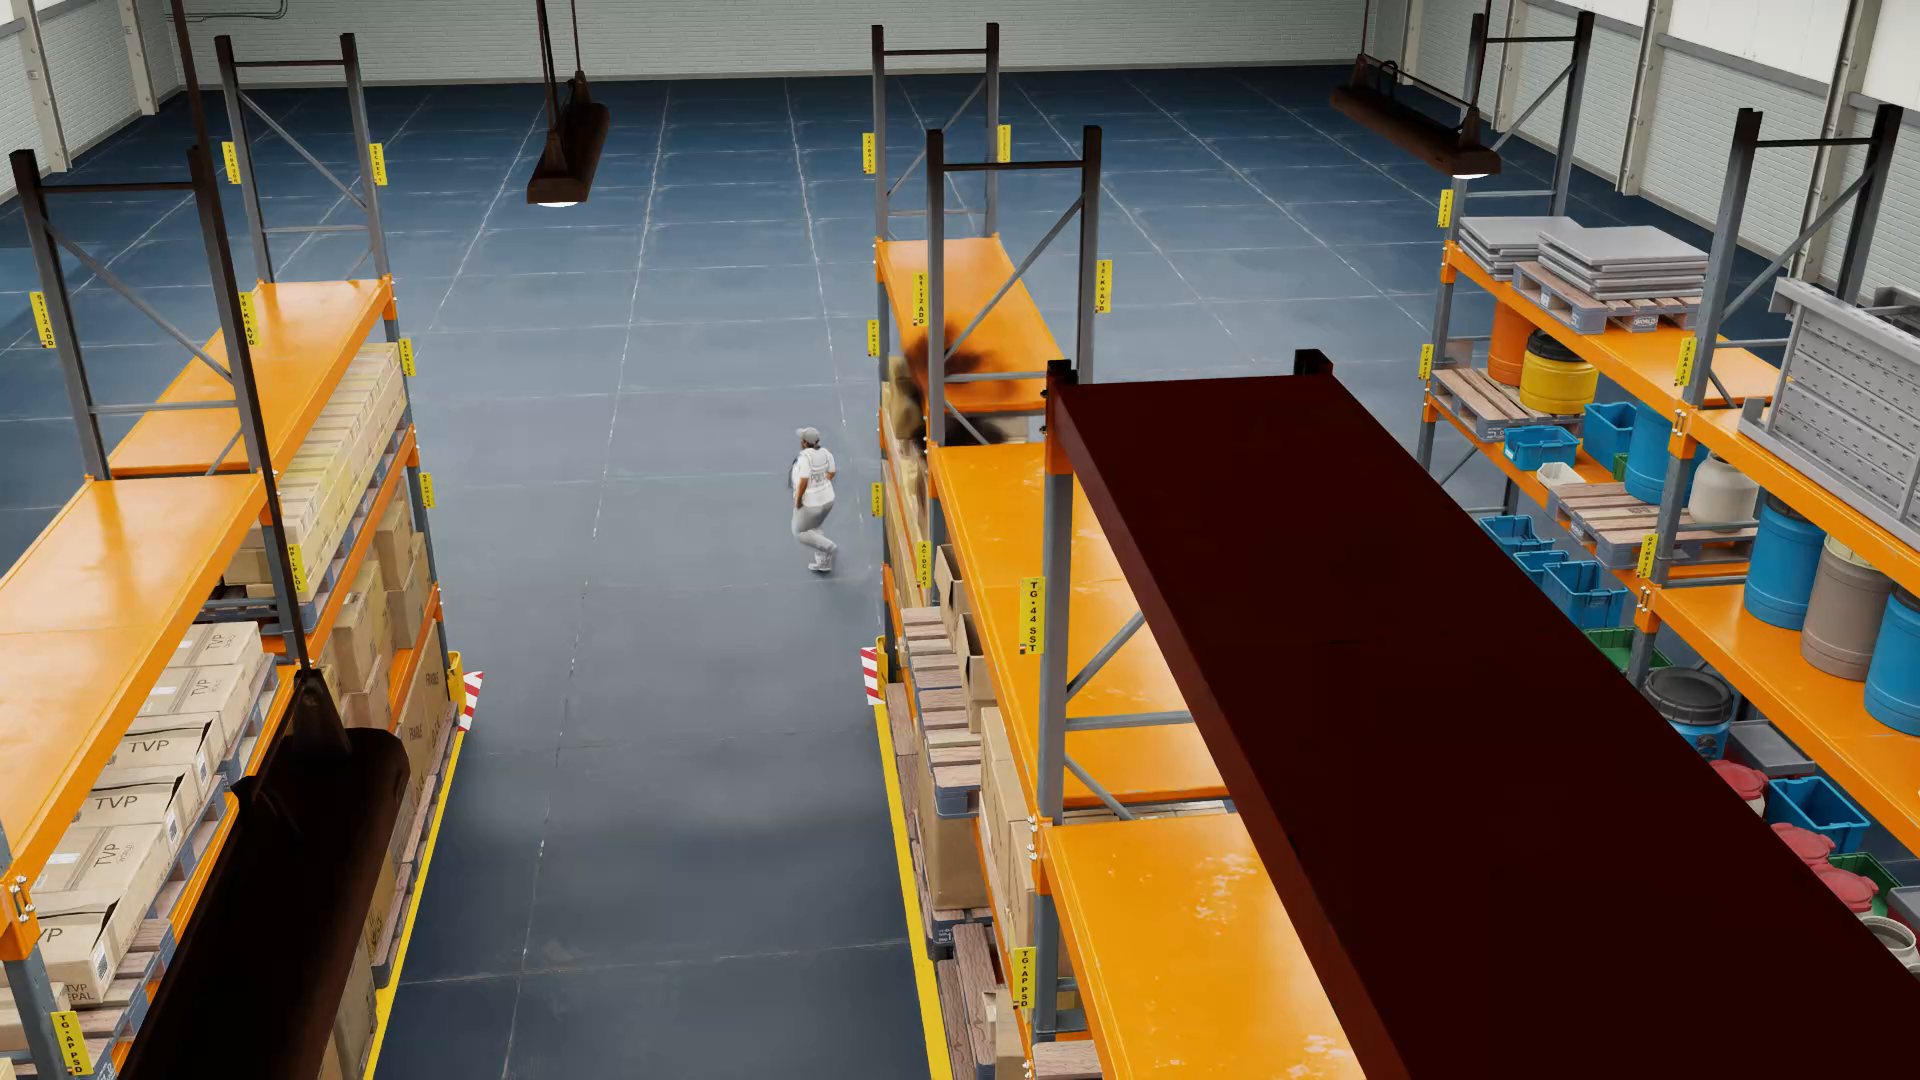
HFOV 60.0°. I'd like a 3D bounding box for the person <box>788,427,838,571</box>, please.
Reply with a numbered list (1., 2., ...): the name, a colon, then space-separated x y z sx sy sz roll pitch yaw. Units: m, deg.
1. person: -1.516 -0.390 17.471 0.620 1.642 0.623 18 31 32
